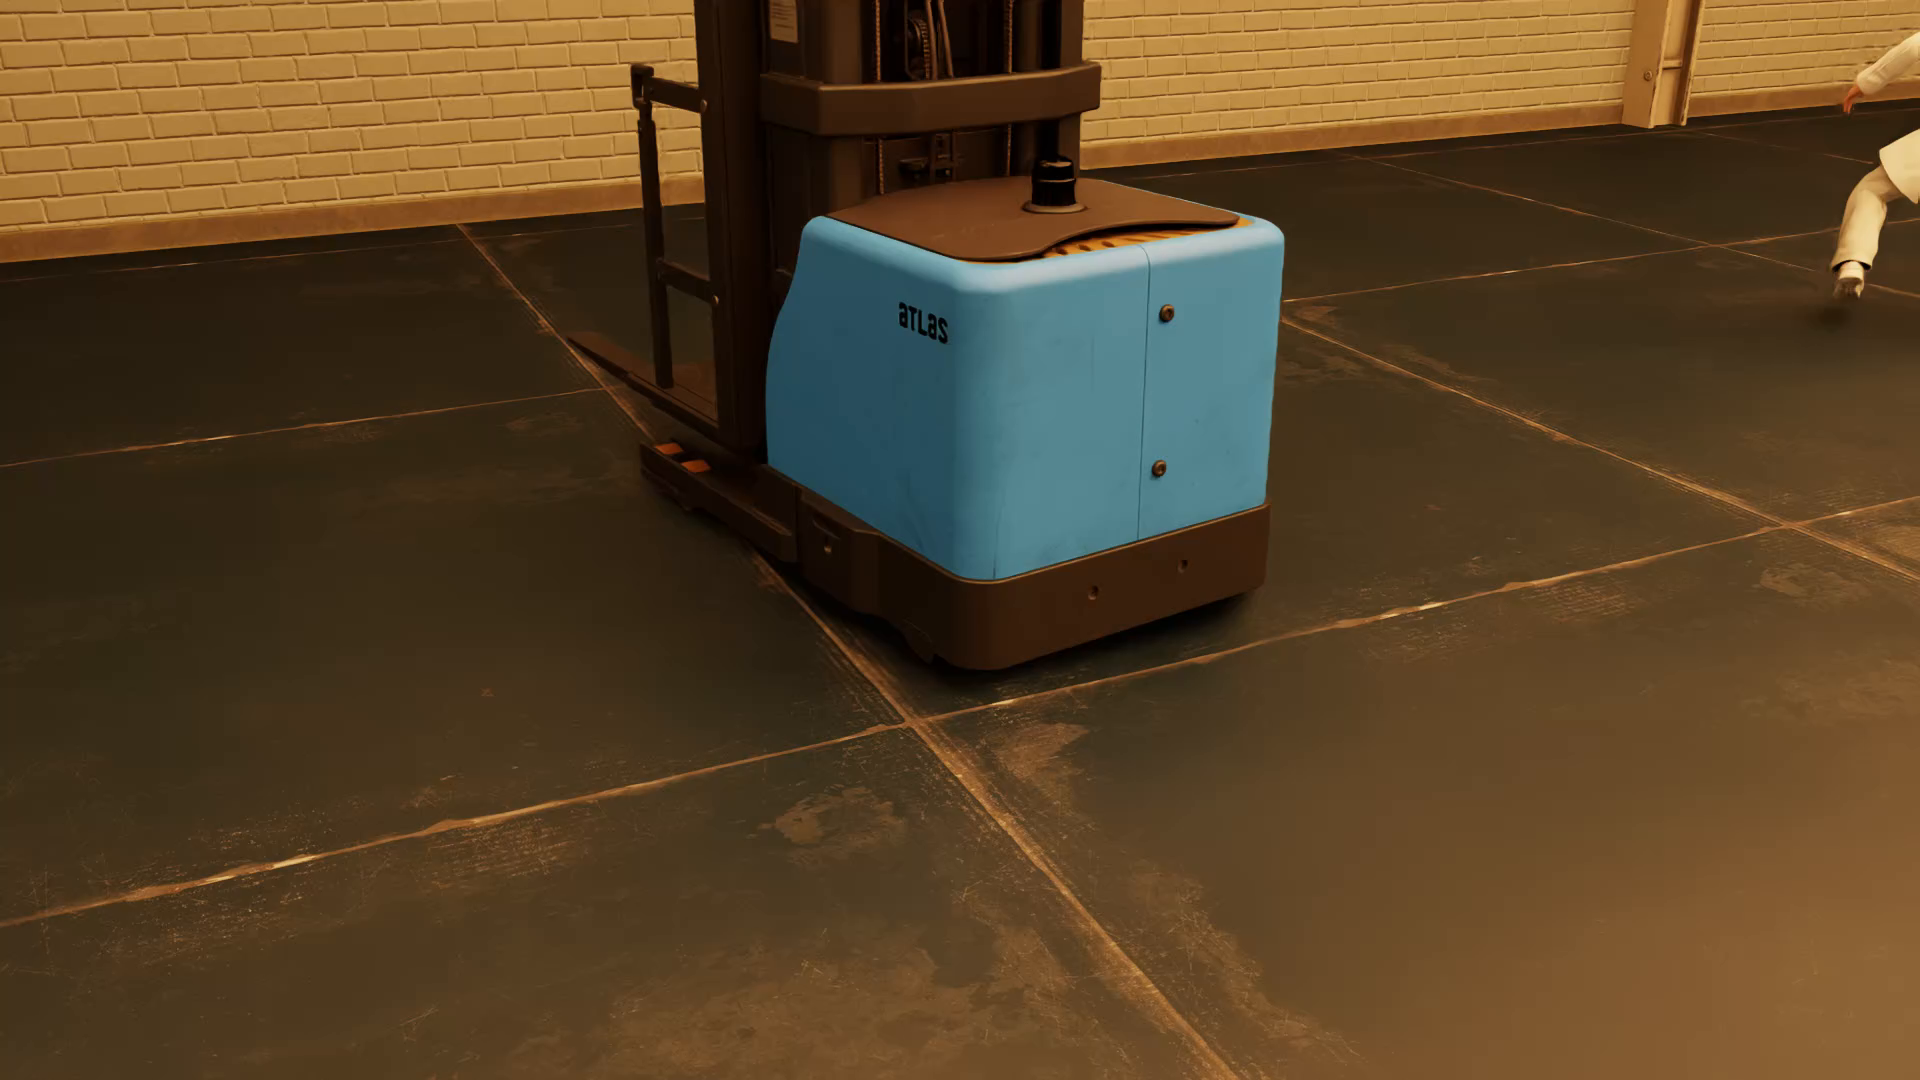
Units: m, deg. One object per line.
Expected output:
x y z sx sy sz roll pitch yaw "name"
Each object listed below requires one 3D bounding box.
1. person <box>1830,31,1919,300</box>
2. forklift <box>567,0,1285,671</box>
4.535 -1.739 7.285 1.223 1.674 0.569 3 23 8 "person"
-0.393 -1.538 4.989 1.130 2.935 3.031 -15 27 -32 "forklift"
